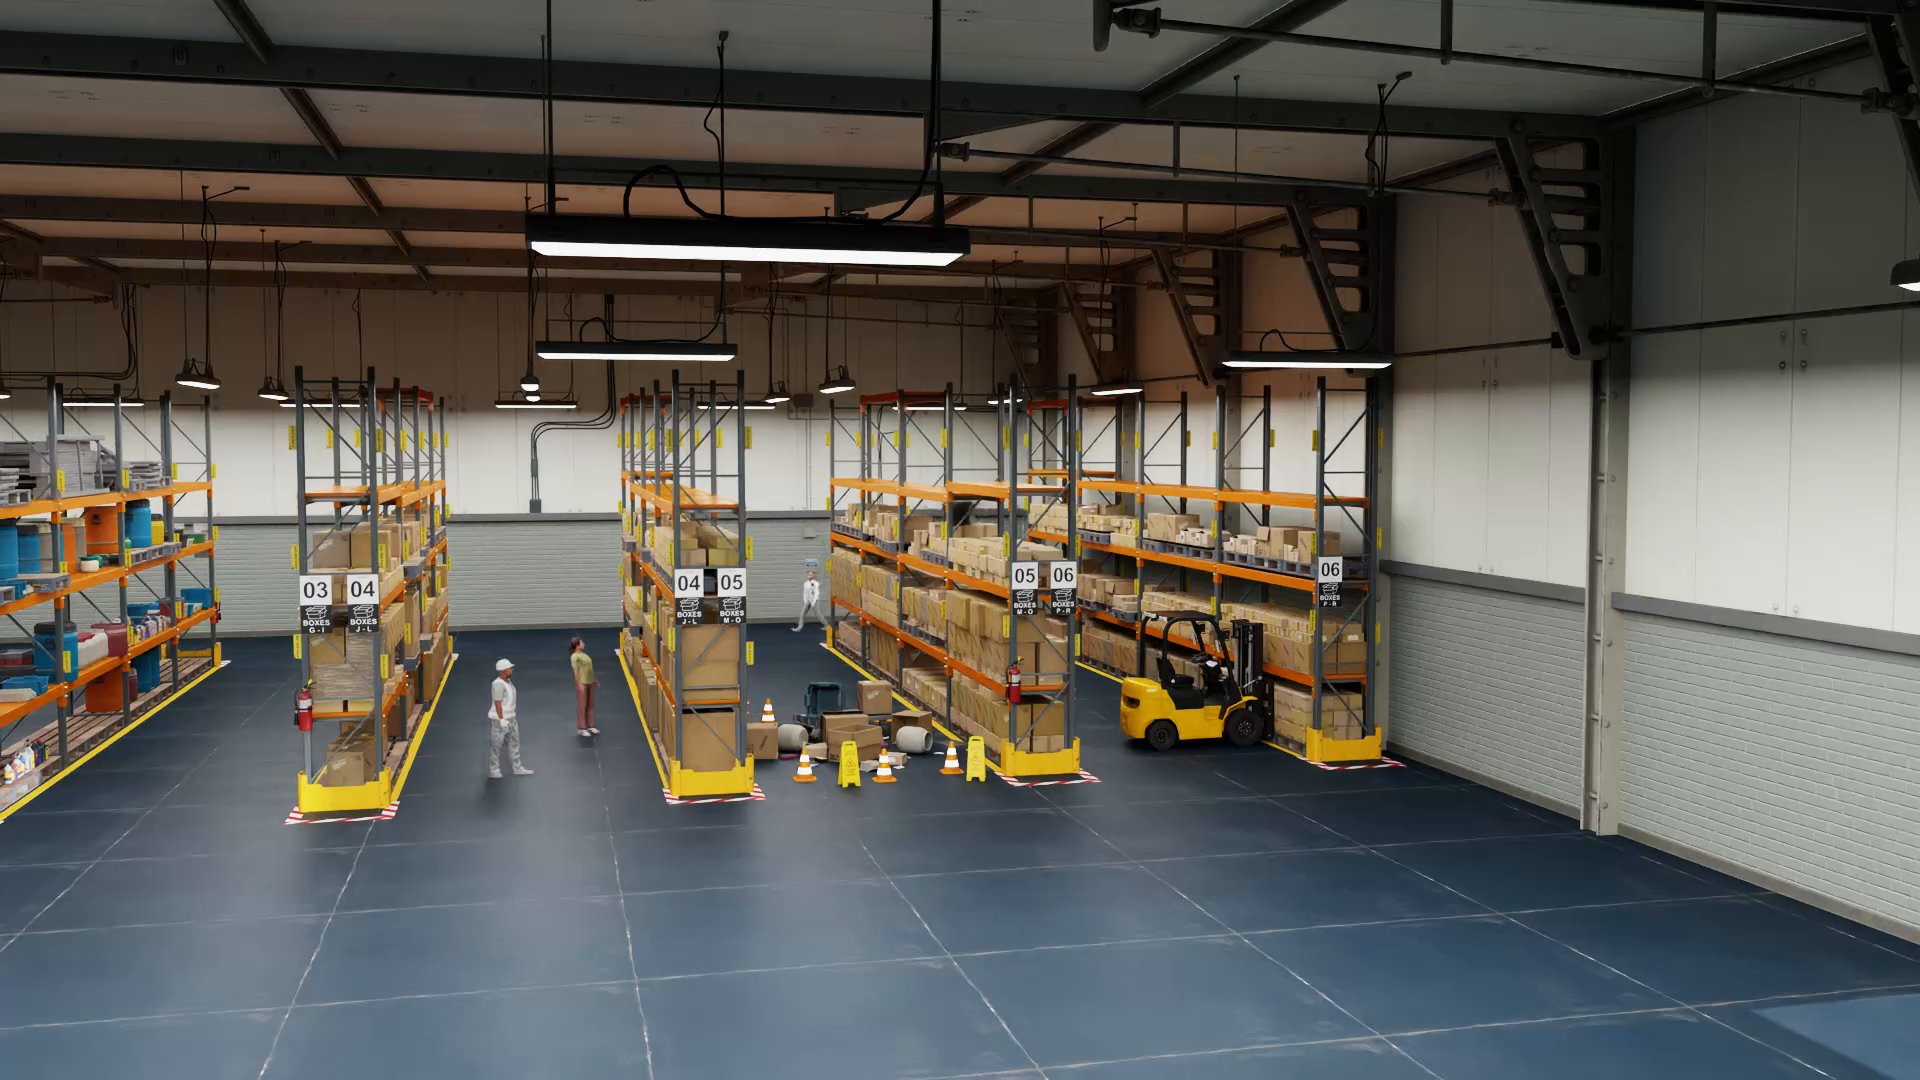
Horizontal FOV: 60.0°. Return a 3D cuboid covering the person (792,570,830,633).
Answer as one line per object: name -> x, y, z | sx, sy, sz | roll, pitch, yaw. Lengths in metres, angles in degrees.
person -> -3.894, 1.601, 43.379 | 0.963, 1.636, 0.532 | -3, 4, -40

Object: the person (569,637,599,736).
person -> -6.412, 2.489, 28.475 | 0.511, 1.678, 0.507 | 2, 4, 26

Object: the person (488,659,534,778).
person -> -6.727, 2.650, 24.707 | 0.585, 1.777, 0.612 | 1, 4, 16
